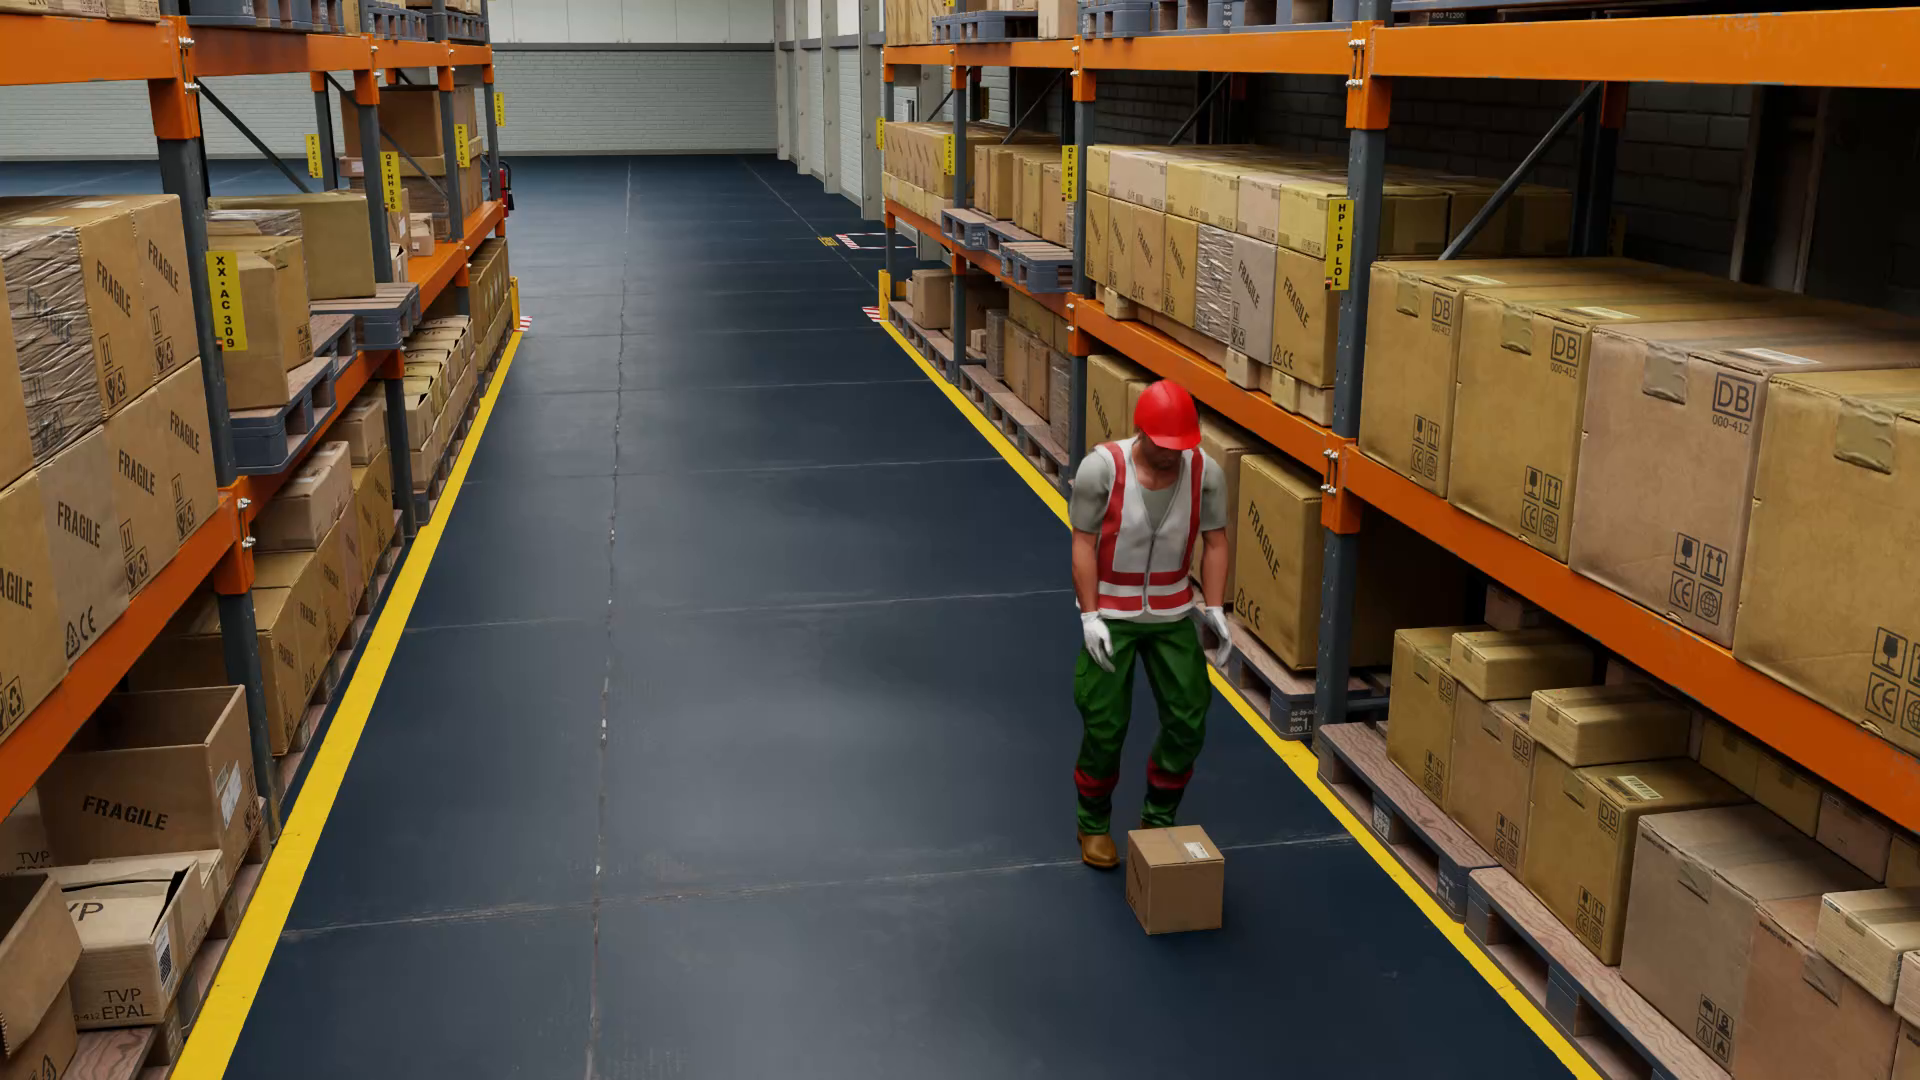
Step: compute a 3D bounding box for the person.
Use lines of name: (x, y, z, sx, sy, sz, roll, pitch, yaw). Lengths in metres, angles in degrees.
person: (0.644, 0.283, 5.660, 0.549, 1.712, 0.496, -3, 16, -9)
